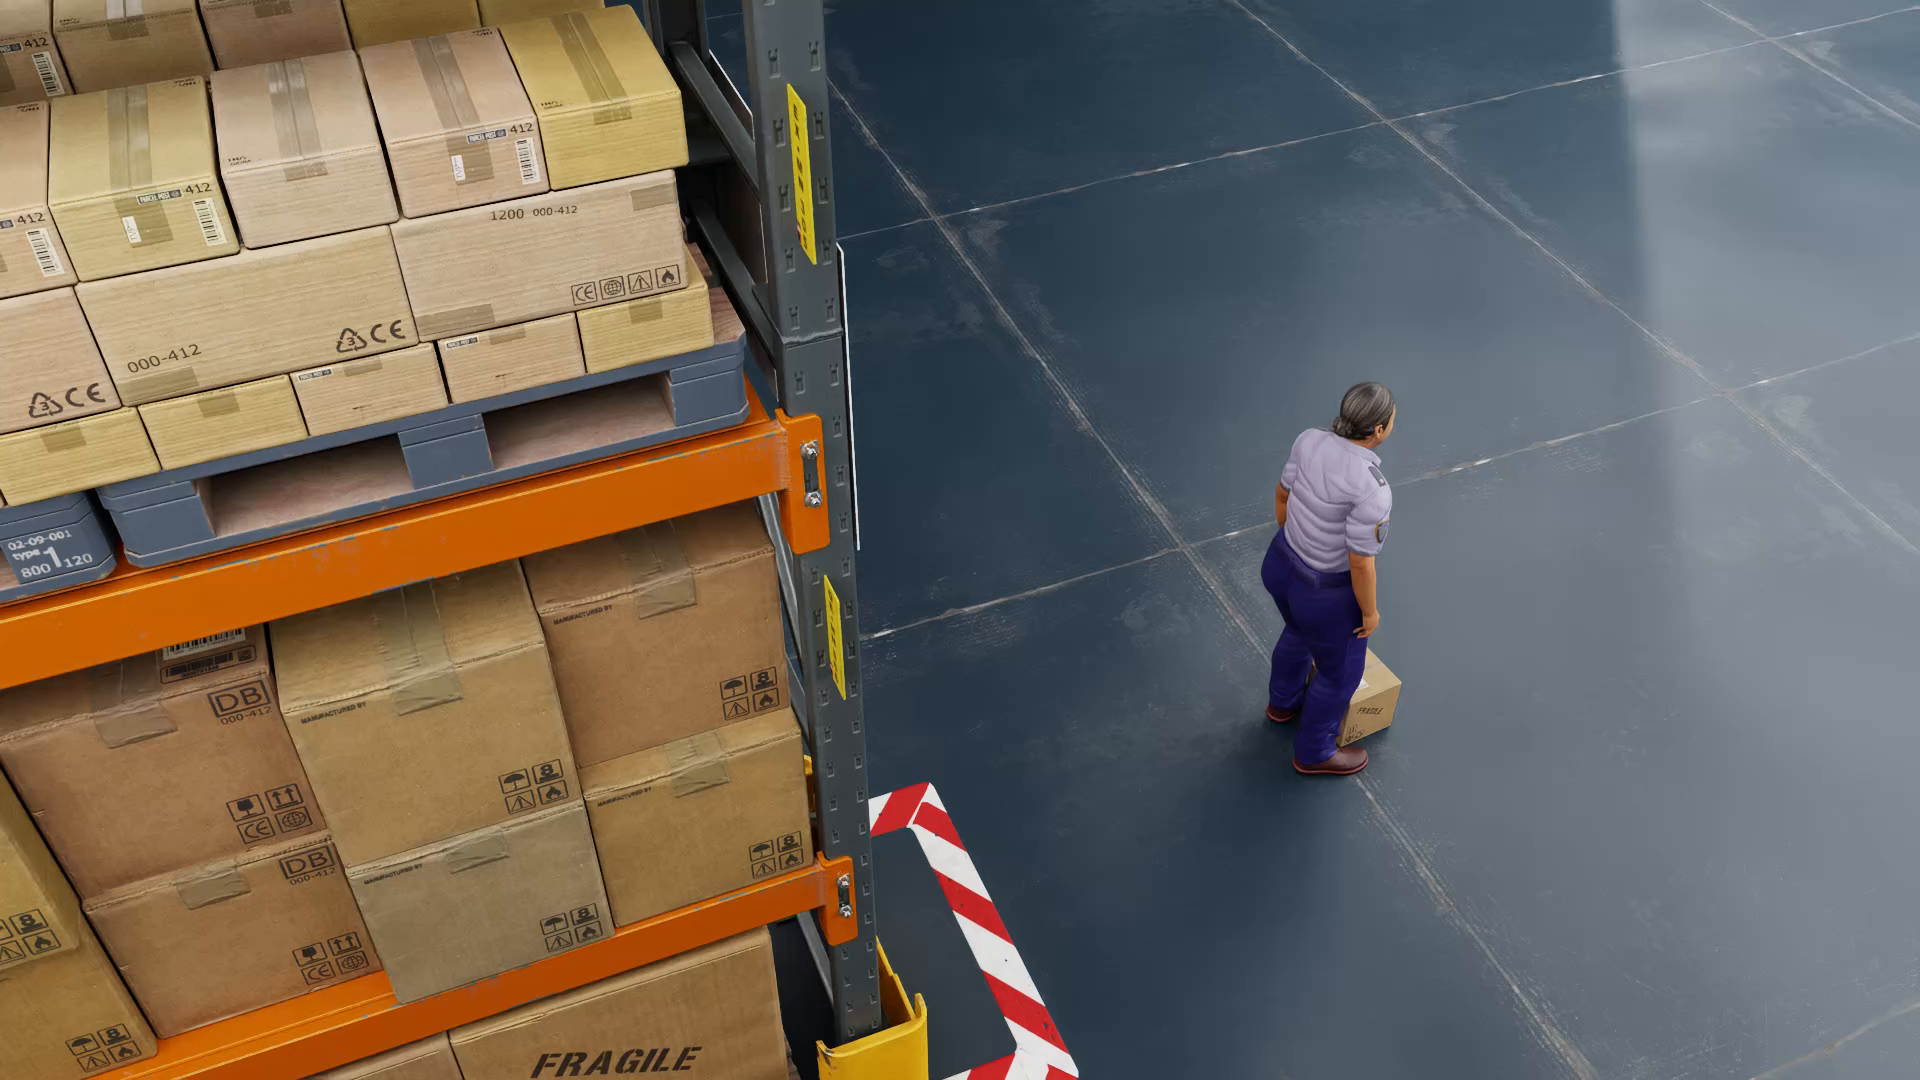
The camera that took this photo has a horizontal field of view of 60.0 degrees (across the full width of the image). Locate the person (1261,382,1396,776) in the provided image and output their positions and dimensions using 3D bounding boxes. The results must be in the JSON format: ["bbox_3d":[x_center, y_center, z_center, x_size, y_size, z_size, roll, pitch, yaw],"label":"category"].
[{"bbox_3d":[1.345,0.138,6.012,0.426,1.651,0.558,-18,45,-19],"label":"person"}]
